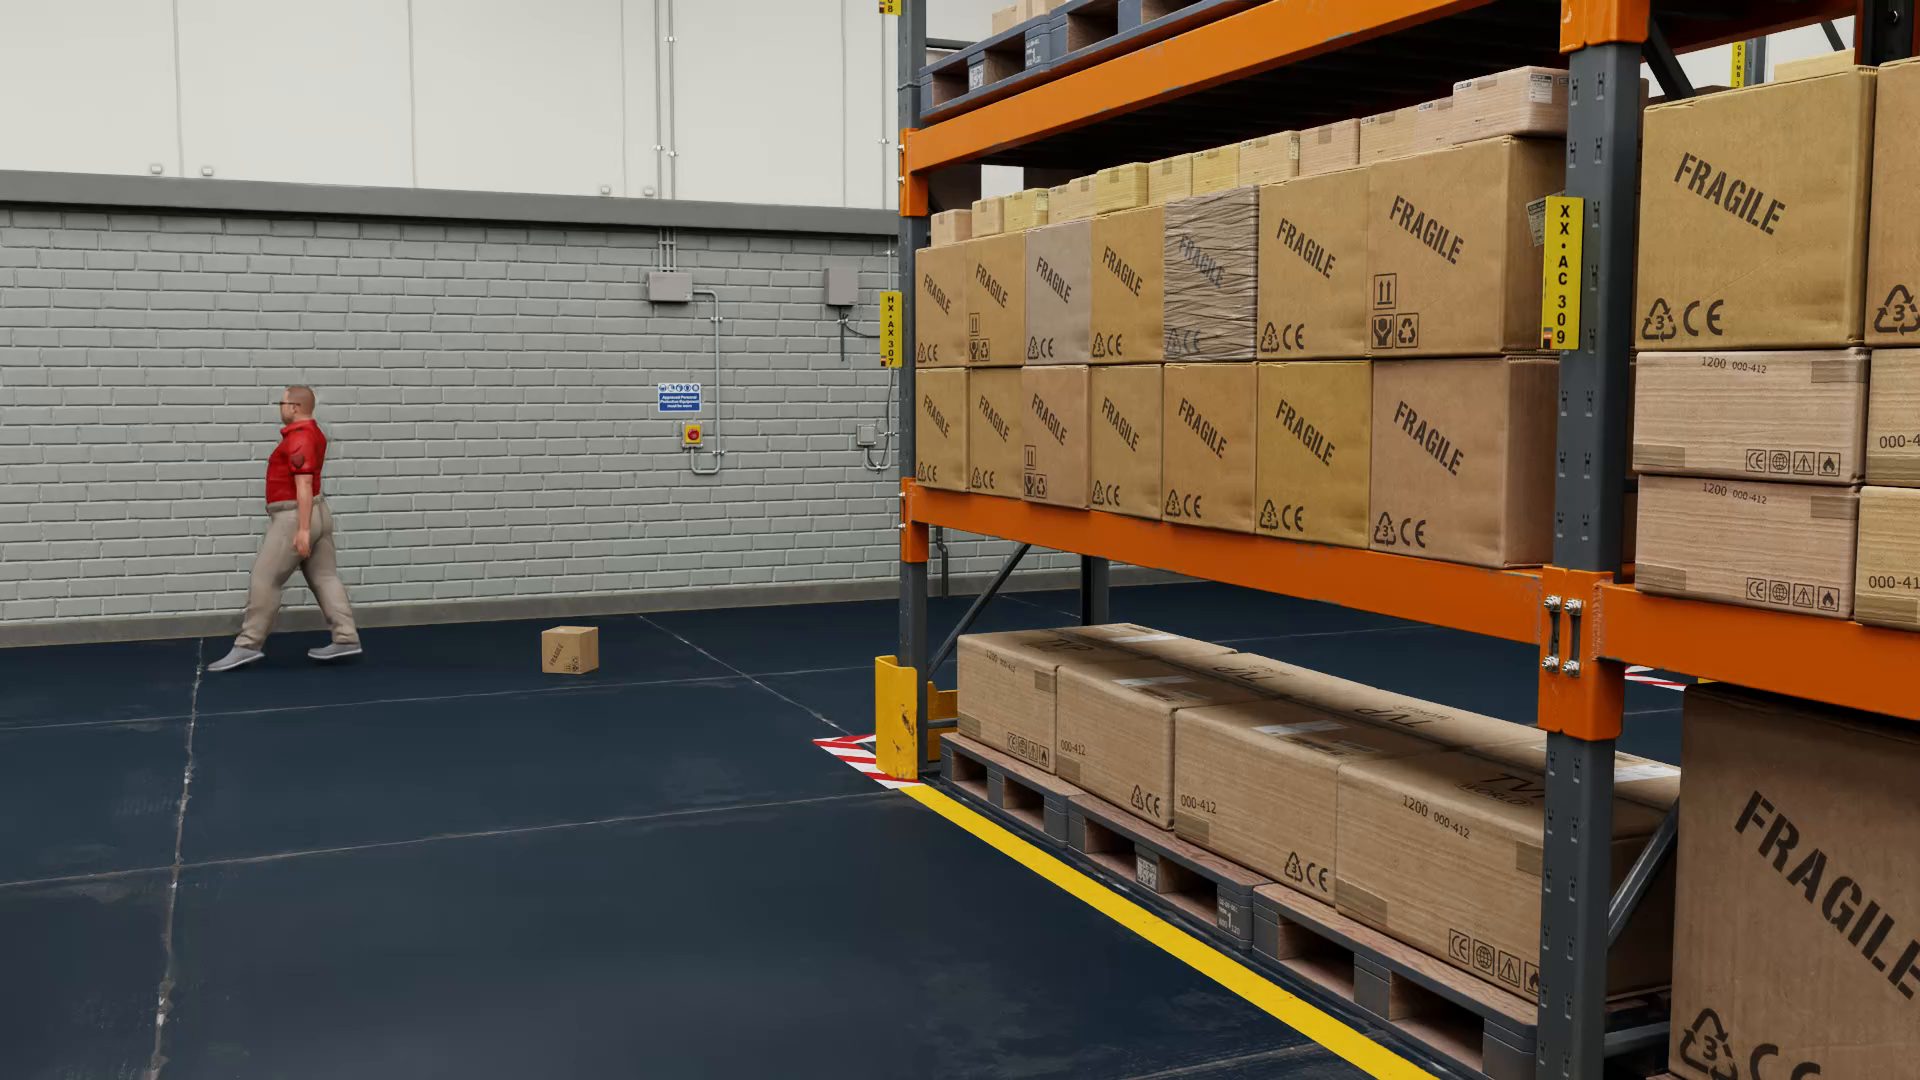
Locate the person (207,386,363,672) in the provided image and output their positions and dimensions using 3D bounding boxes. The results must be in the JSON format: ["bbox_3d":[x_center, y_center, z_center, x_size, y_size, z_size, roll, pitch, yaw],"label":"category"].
[{"bbox_3d":[-4.154,-0.079,10.227,0.861,1.730,0.578,0,5,-4],"label":"person"}]
